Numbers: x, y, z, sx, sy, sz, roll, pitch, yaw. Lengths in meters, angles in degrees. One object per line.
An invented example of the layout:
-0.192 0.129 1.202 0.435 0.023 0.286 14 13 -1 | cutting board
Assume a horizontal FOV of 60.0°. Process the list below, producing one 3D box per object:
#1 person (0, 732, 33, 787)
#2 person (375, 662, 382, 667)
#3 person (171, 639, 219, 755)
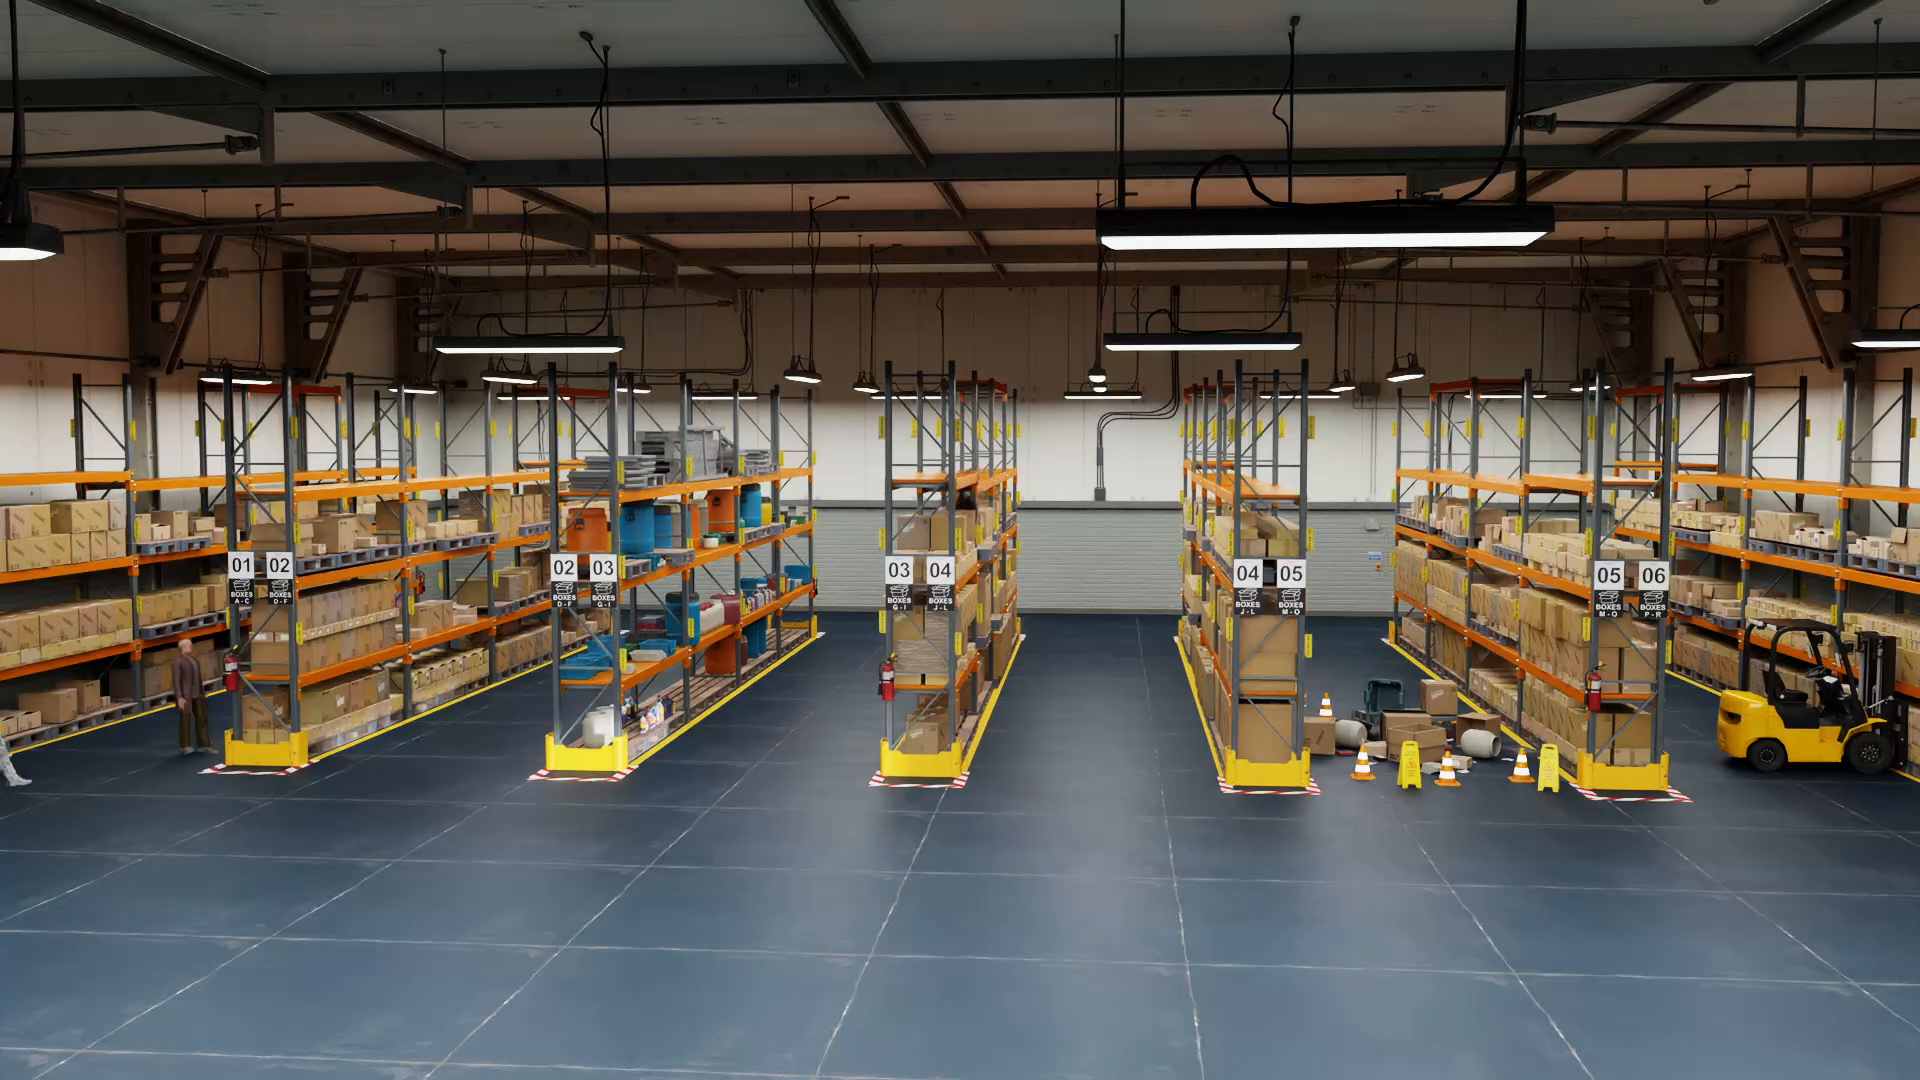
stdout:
-13.466 2.593 22.978 1.079 1.718 0.522 1 4 14 | person
-11.365 2.060 32.288 0.531 1.710 0.427 -2 4 -27 | person
-11.868 2.439 25.701 0.660 1.800 0.582 2 4 31 | person
